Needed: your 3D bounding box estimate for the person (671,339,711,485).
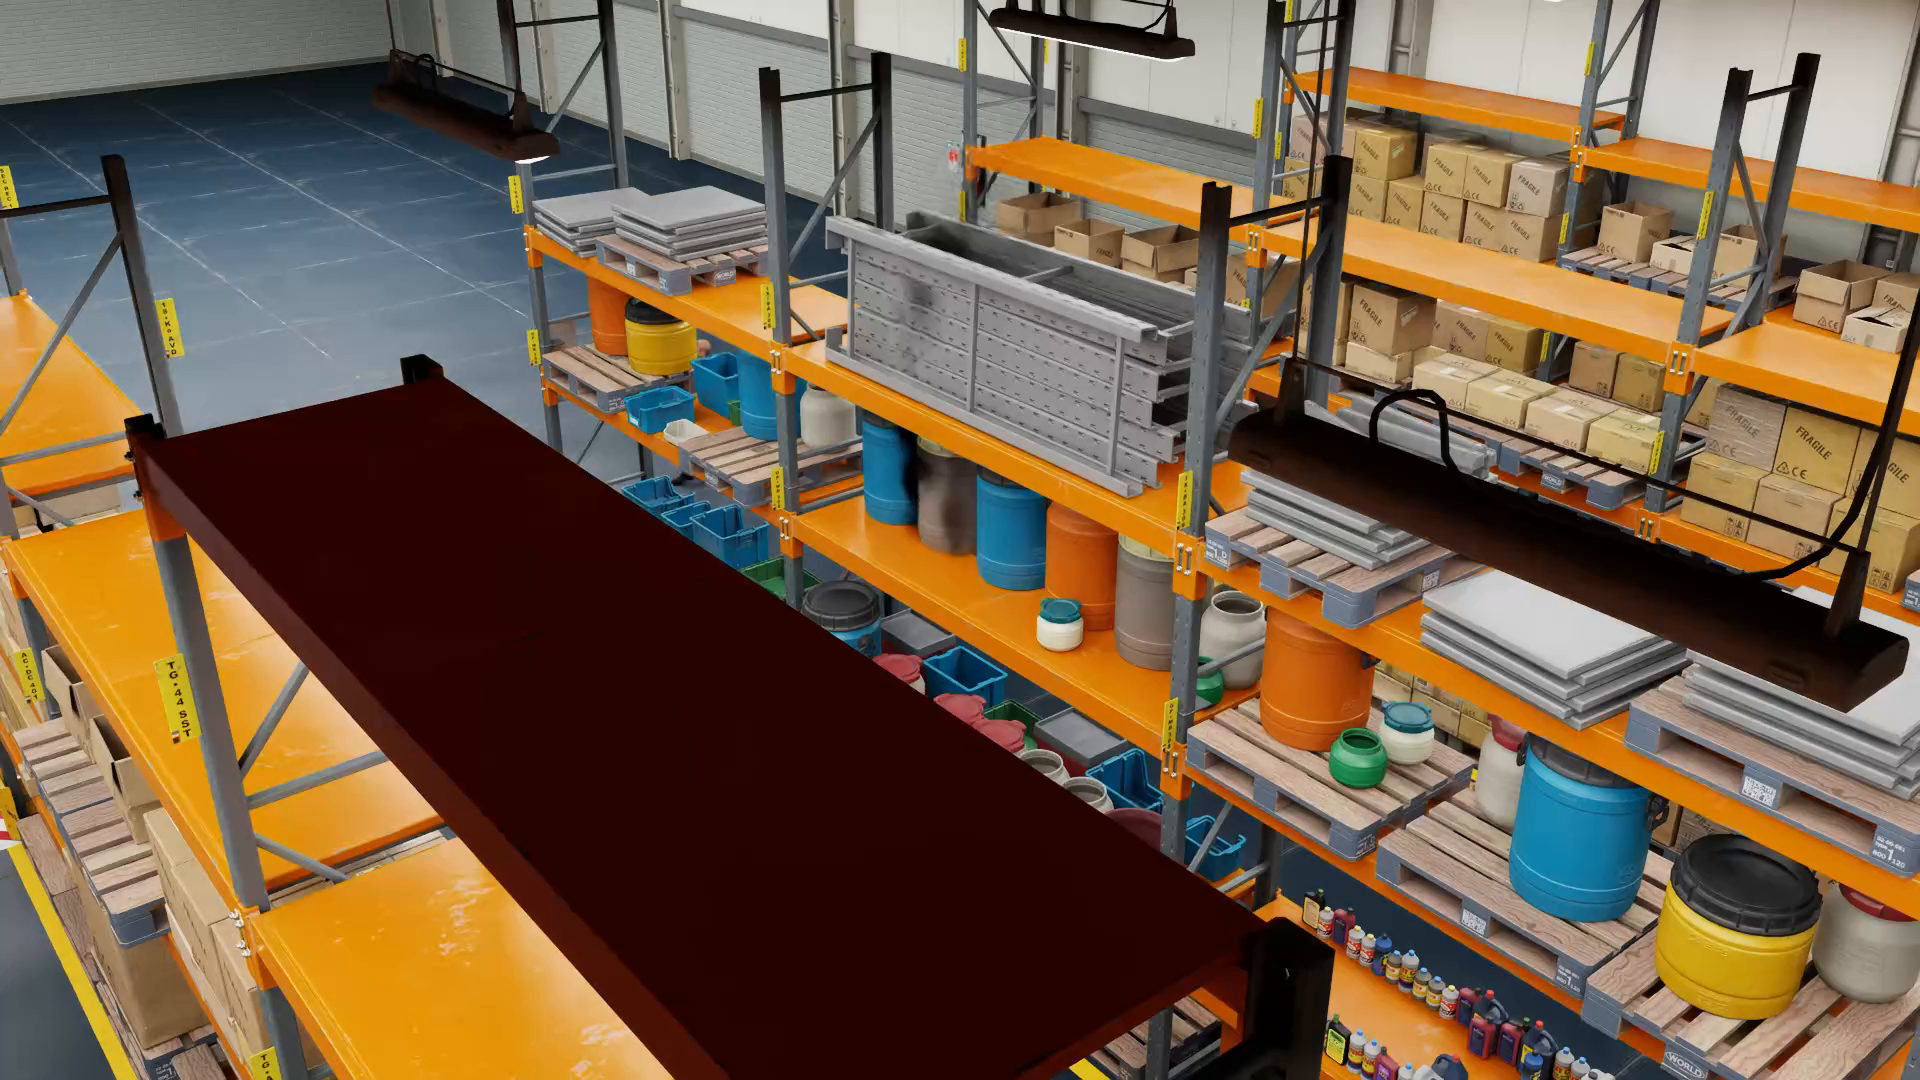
[{"bbox_3d":[-2.966,-1.507,19.392,0.963,1.735,0.672,-5,26,-11],"label":"person"}]
